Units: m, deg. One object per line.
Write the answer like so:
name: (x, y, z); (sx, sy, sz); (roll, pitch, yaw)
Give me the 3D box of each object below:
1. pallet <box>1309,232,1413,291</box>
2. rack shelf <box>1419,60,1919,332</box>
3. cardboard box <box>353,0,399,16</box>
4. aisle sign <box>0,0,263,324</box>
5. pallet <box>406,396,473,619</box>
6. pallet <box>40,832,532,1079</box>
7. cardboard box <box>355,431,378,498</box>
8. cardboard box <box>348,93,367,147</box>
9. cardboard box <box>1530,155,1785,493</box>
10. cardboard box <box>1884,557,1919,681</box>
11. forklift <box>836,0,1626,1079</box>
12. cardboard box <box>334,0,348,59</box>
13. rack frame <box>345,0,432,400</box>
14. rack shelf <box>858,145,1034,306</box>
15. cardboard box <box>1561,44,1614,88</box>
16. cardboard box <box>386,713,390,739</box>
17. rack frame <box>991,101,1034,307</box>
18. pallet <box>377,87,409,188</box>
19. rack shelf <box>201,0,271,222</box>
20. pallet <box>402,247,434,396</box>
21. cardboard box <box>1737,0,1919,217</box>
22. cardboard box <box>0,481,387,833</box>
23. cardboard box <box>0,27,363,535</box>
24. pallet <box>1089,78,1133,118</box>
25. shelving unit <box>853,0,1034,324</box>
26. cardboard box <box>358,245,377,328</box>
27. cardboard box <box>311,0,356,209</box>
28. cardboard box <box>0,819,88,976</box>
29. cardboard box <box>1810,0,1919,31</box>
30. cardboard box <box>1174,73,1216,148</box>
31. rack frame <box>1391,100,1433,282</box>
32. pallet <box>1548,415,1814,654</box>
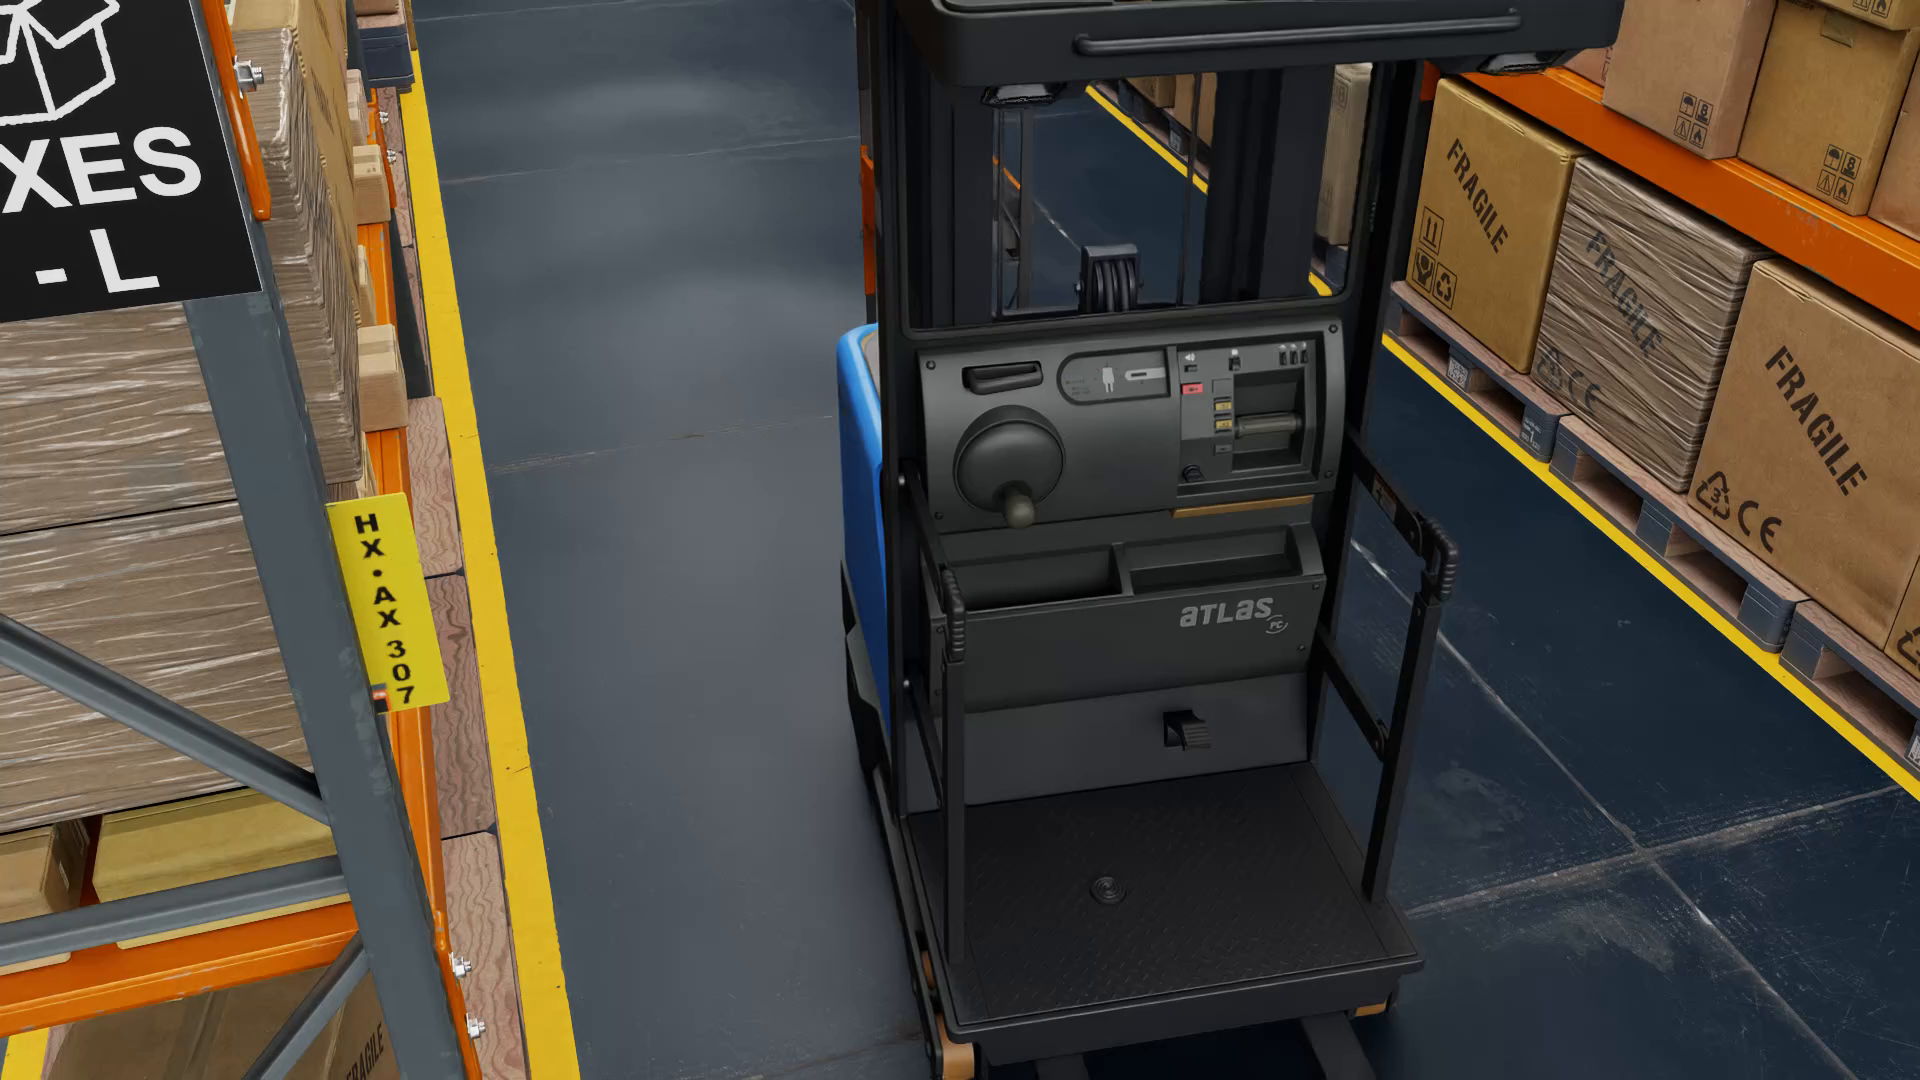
pallet: (1.984, -1.572, 7.937); (1.003, 0.211, 1.213); (-10, 35, -15)
rack shelf: (2.901, -0.993, 5.184); (1.077, 0.370, 4.000); (-10, 35, -15)
cardboard box: (-2.573, -2.428, 5.778); (1.000, 1.000, 1.000); (-10, 35, -14)
aisle sign: (-0.939, -0.564, 1.525); (0.394, 0.787, 0.004); (-10, 35, -15)
pallet: (-2.225, -0.052, 5.637); (1.003, 0.211, 1.213); (-10, 35, -15)
pallet: (-1.481, 1.229, 3.698); (1.003, 0.211, 1.213); (-10, 35, -15)
cardboard box: (-1.389, -0.075, 3.371); (0.380, 0.149, 0.250); (-10, 35, -15)
cardboard box: (-2.051, -1.261, 5.165); (0.380, 0.149, 0.250); (-10, 35, -15)
cardboard box: (2.694, -0.817, 5.812); (0.875, 0.875, 0.875); (-10, 35, -14)
cardboard box: (3.241, 0.124, 4.388); (0.875, 0.875, 0.875); (-10, 35, -14)
forklift: (0.420, -0.193, 3.384); (1.130, 2.935, 3.031); (-6, 34, -9)
cardboard box: (-1.759, -1.430, 3.925); (0.500, 0.500, 0.500); (-10, 35, -15)
rack frame: (-2.464, -1.562, 5.393); (1.000, 3.000, 0.127); (-10, 35, -15)
rack shelf: (-0.050, -0.952, 5.310); (0.431, 0.518, 0.480); (-10, 35, -15)
cardboard box: (2.604, -1.929, 5.812); (0.875, 0.550, 0.550); (-10, 35, -15)
cardboard box: (-1.161, 0.319, 2.774); (0.380, 0.149, 0.250); (-10, 35, -15)
rack frame: (0.024, -0.835, 5.109); (0.400, 2.100, 0.015); (-10, 35, -15)
pallet: (-3.447, -2.088, 8.718); (1.003, 0.211, 1.213); (-10, 35, -15)
rack shelf: (-1.854, -1.463, 3.175); (1.077, 0.370, 4.000); (-10, 35, -15)
pallet: (-2.703, -0.807, 6.780); (1.003, 0.211, 1.213); (-10, 35, -15)
cardboard box: (2.914, -1.364, 4.957); (0.875, 0.550, 0.500); (-10, 35, -15)
cardboard box: (-1.385, 0.079, 2.549); (0.875, 0.500, 0.500); (-10, 35, -15)
cardboard box: (-1.152, -0.379, 2.336); (0.500, 0.500, 0.500); (-10, 35, -15)
pallet: (1.239, -2.853, 9.876); (1.003, 0.211, 1.213); (-10, 35, -15)
shelving unit: (-0.050, -0.963, 5.303); (0.431, 2.100, 0.503); (-10, 35, -15)
cardboard box: (-1.675, -0.603, 4.170); (0.380, 0.149, 0.250); (-10, 35, -15)
cardboard box: (-1.452, -0.905, 3.131); (0.500, 0.500, 0.500); (-10, 35, -15)
cardboard box: (-1.527, 0.528, 2.458); (0.380, 0.149, 0.250); (-10, 35, -15)
cardboard box: (2.852, -1.804, 4.643); (0.875, 0.550, 0.500); (-10, 35, -15)
cardboard box: (1.725, -2.397, 8.317); (1.050, 0.750, 0.750); (-10, 35, -15)
rack frame: (2.291, -2.343, 6.575); (1.000, 3.000, 0.127); (-10, 35, -15)
pallet: (2.824, -0.125, 5.748); (1.003, 0.211, 1.213); (-10, 35, -15)
